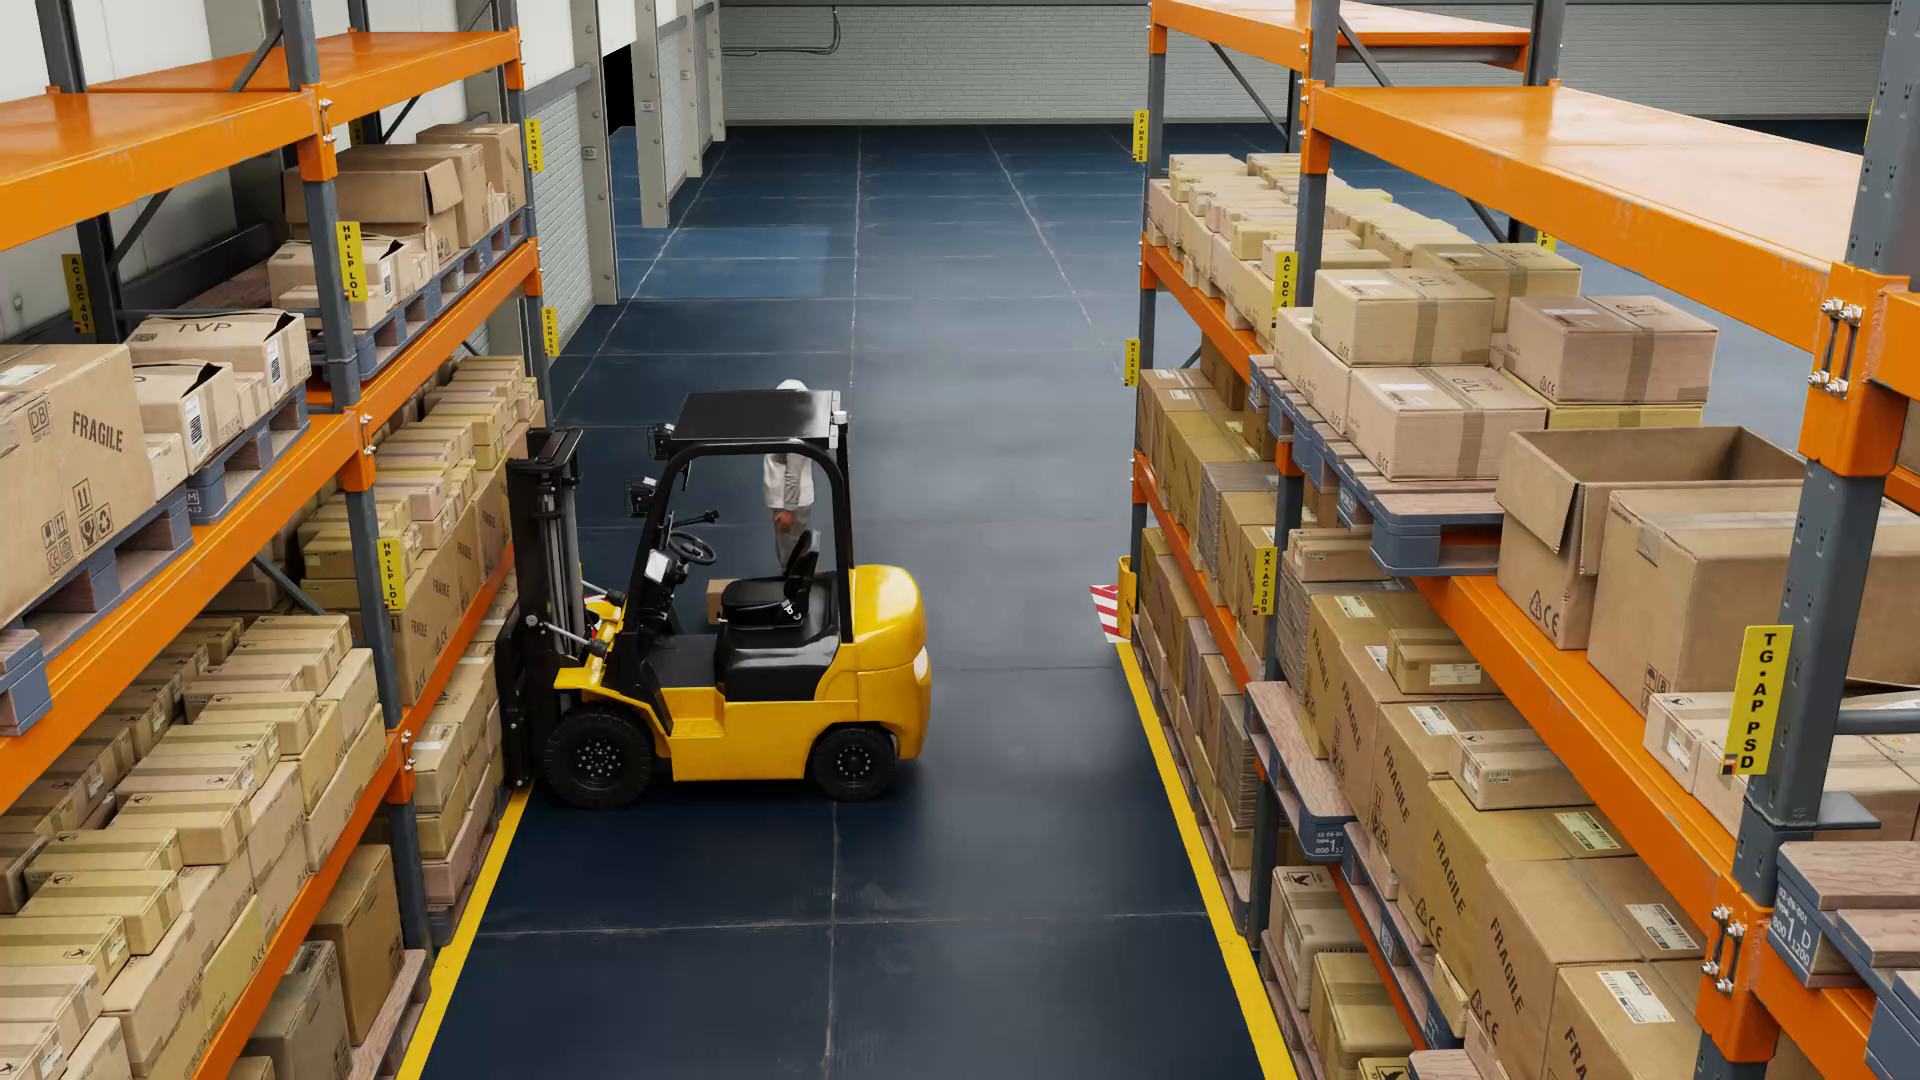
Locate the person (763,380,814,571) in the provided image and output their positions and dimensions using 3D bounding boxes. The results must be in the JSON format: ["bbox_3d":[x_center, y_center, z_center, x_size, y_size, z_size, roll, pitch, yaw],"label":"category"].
[{"bbox_3d":[-1.206,-0.235,11.788,0.371,1.843,0.534,-1,20,-2],"label":"person"}]
